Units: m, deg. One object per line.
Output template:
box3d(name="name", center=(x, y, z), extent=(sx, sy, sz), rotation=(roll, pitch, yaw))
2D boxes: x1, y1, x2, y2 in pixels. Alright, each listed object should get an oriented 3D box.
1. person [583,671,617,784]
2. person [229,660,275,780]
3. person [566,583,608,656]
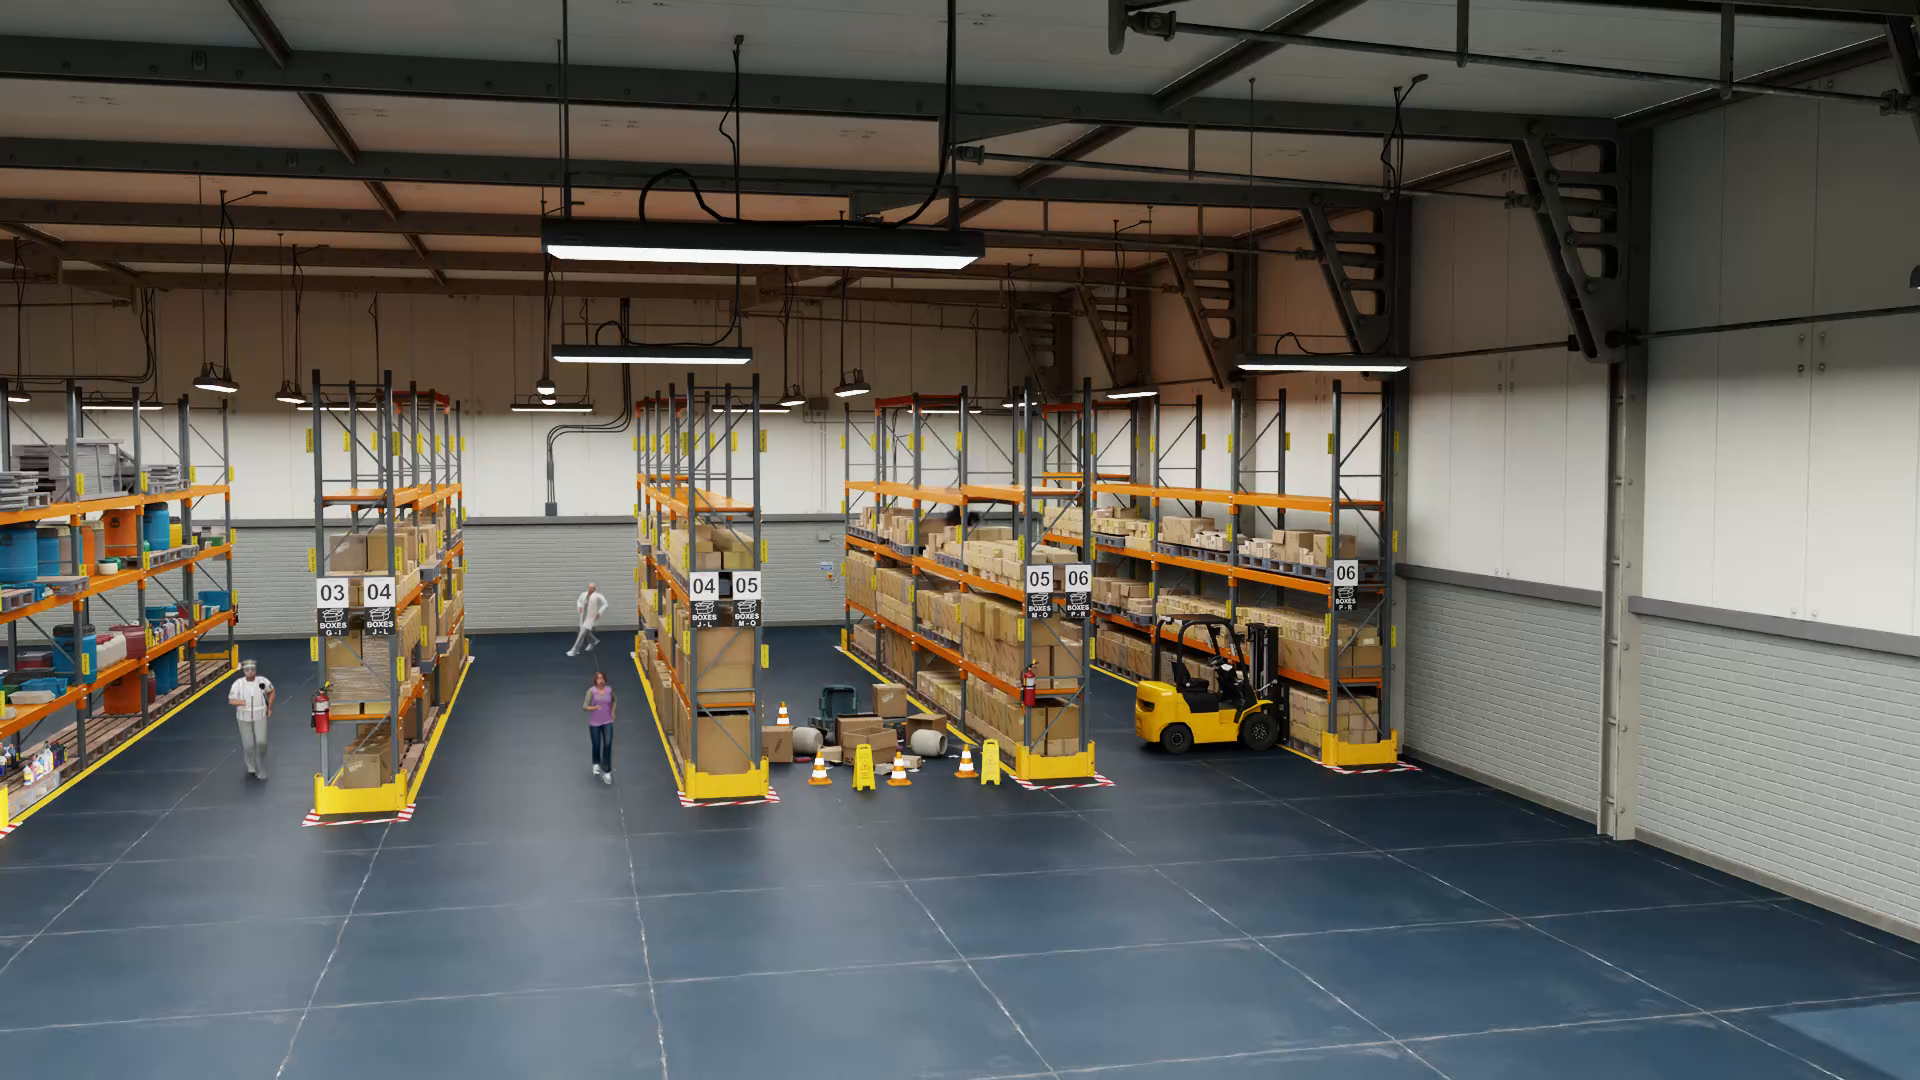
box3d(name="person", center=(-5.331, 2.752, 24.694), extent=(0.532, 1.612, 0.799), rotation=(-1, 3, -19))
box3d(name="person", center=(-10.588, 2.700, 24.881), extent=(0.638, 1.834, 0.767), rotation=(-1, 4, -22))
box3d(name="person", center=(-8.777, 1.860, 39.431), extent=(0.771, 1.710, 1.081), rotation=(2, 4, 26))
